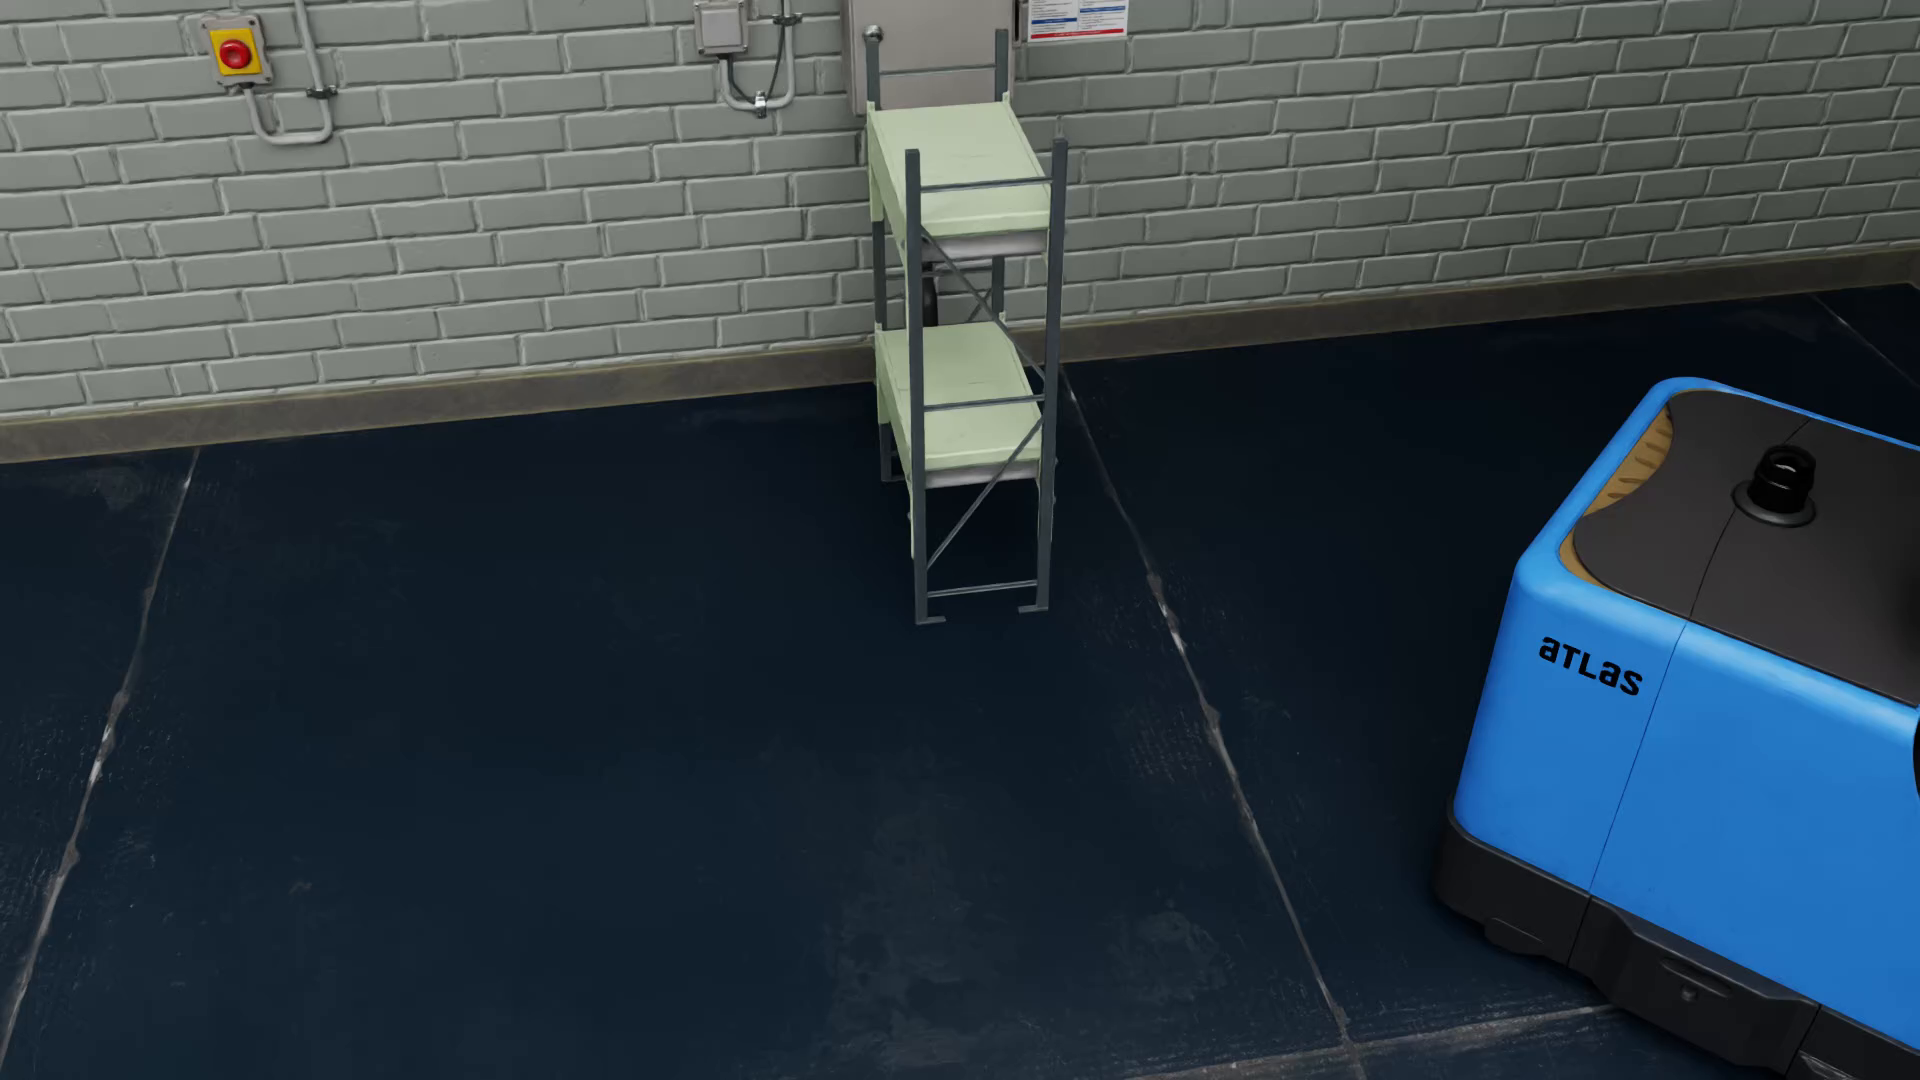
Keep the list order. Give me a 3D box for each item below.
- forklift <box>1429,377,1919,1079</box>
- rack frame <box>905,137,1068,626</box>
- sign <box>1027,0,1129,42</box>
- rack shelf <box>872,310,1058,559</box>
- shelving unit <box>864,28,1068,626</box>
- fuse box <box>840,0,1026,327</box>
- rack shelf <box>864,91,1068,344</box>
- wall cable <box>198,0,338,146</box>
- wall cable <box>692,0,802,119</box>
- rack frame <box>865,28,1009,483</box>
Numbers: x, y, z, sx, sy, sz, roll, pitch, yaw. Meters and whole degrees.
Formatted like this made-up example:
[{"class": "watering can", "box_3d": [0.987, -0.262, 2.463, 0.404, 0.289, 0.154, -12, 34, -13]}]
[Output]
[{"class": "forklift", "box_3d": [2.631, 0.048, 2.800, 3.031, 2.935, 1.130, 25, 44, 28]}, {"class": "rack frame", "box_3d": [0.065, -0.367, 4.500, 0.400, 1.500, 0.023, -6, 38, -8]}, {"class": "sign", "box_3d": [0.378, -1.811, 5.214, 0.329, 0.494, 0.001, -6, 38, -8]}, {"class": "rack shelf", "box_3d": [0.001, -0.331, 4.985, 0.431, 0.370, 0.720, -6, 38, -8]}, {"class": "shelving unit", "box_3d": [0.001, -0.588, 4.785, 0.431, 1.500, 0.755, -6, 38, -8]}, {"class": "fuse box", "box_3d": [-0.072, -1.162, 5.351, 0.539, 1.711, 0.414, -6, 38, -8]}, {"class": "rack shelf", "box_3d": [0.001, -0.896, 4.545, 0.431, 0.370, 0.720, -6, 38, -8]}, {"class": "wall cable", "box_3d": [-2.166, -1.946, 4.457, 0.585, 1.953, 0.123, -6, 38, -8]}, {"class": "wall cable", "box_3d": [-0.771, -2.094, 4.672, 0.588, 1.984, 0.122, -6, 38, -8]}, {"class": "rack frame", "box_3d": [-0.063, -0.809, 5.069, 0.400, 1.500, 0.023, -6, 38, -8]}]
